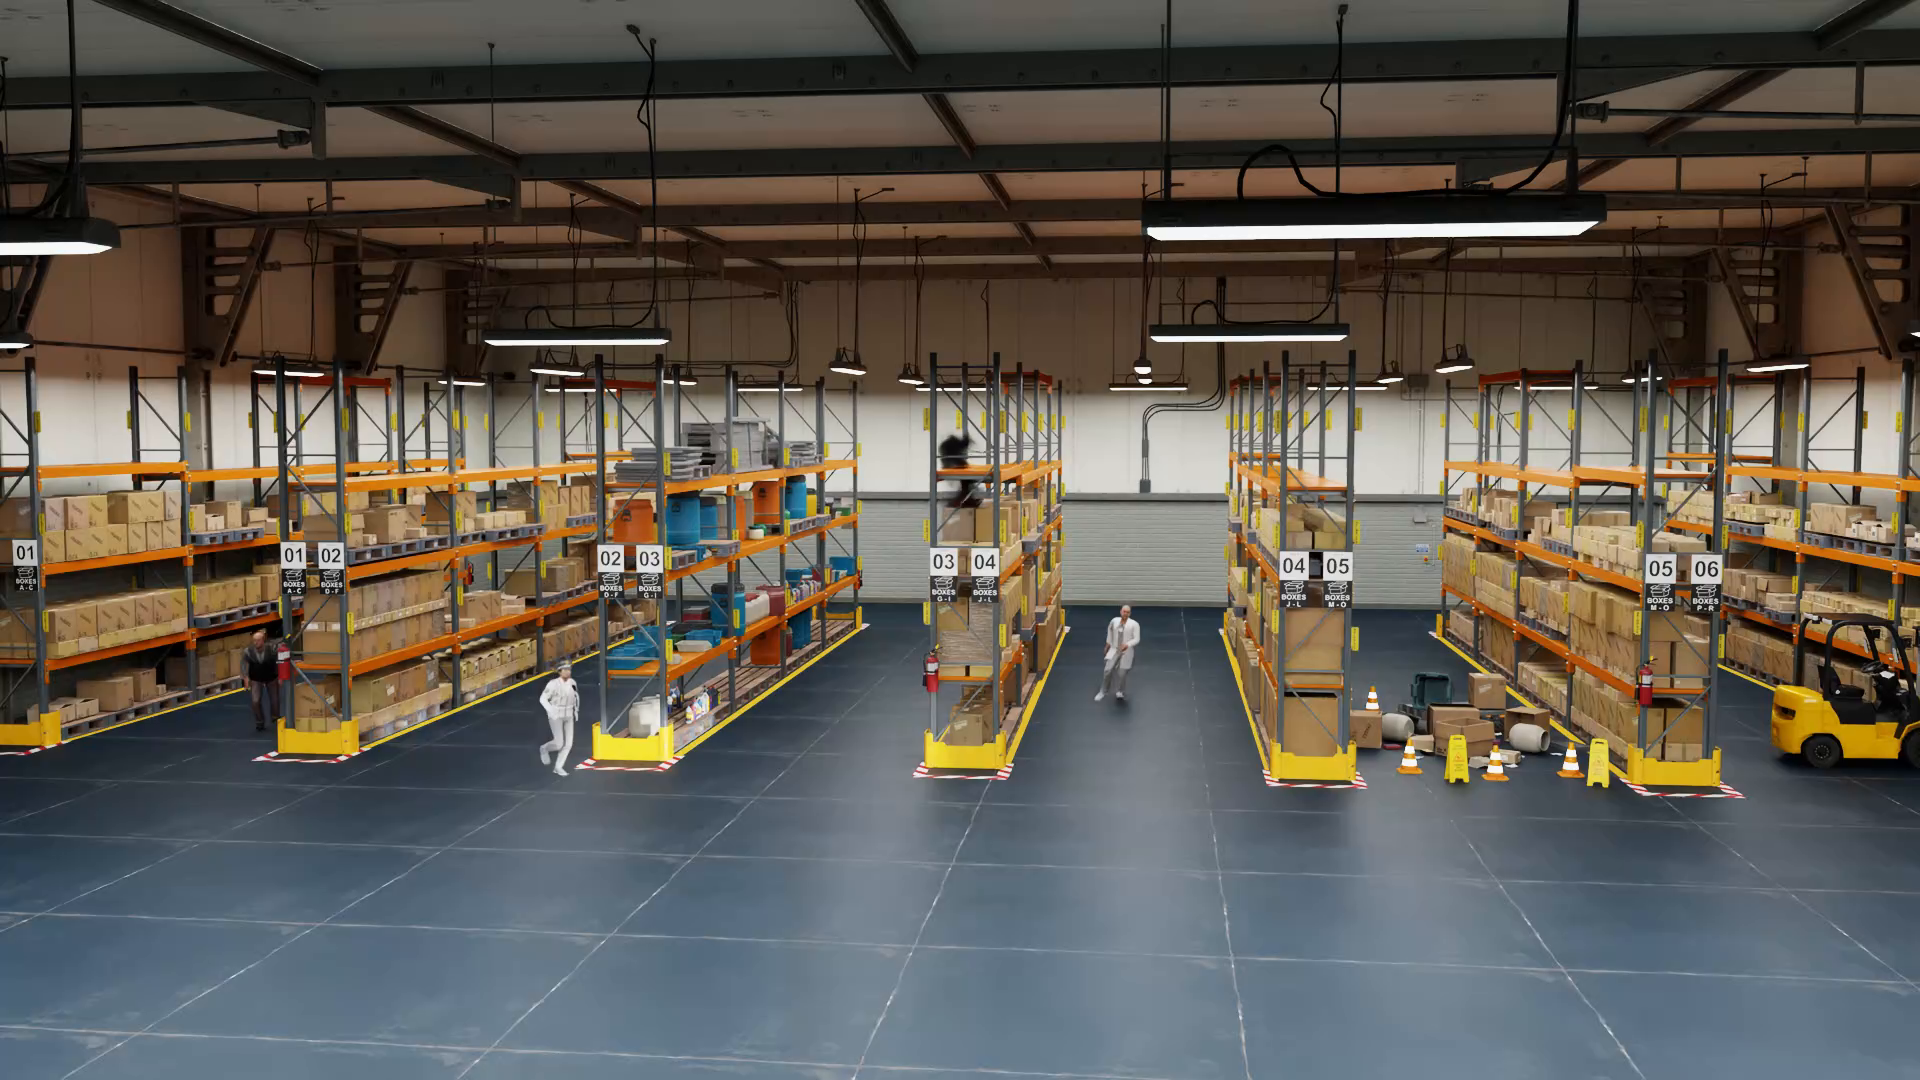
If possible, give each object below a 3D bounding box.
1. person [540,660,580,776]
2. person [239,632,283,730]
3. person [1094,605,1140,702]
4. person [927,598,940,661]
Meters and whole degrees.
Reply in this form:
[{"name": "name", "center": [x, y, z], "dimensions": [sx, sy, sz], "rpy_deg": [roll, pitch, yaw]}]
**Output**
[{"name": "person", "center": [-5.712, 2.513, 23.735], "dimensions": [0.609, 1.648, 0.602], "rpy_deg": [-4, 6, -43]}, {"name": "person", "center": [-11.380, 2.274, 27.130], "dimensions": [0.697, 1.612, 0.777], "rpy_deg": [-2, 5, -27]}, {"name": "person", "center": [2.838, 2.011, 29.662], "dimensions": [0.783, 1.720, 0.859], "rpy_deg": [1, 4, 18]}, {"name": "person", "center": [-0.442, 1.717, 34.638], "dimensions": [0.565, 1.631, 0.607], "rpy_deg": [0, 4, 3]}]
